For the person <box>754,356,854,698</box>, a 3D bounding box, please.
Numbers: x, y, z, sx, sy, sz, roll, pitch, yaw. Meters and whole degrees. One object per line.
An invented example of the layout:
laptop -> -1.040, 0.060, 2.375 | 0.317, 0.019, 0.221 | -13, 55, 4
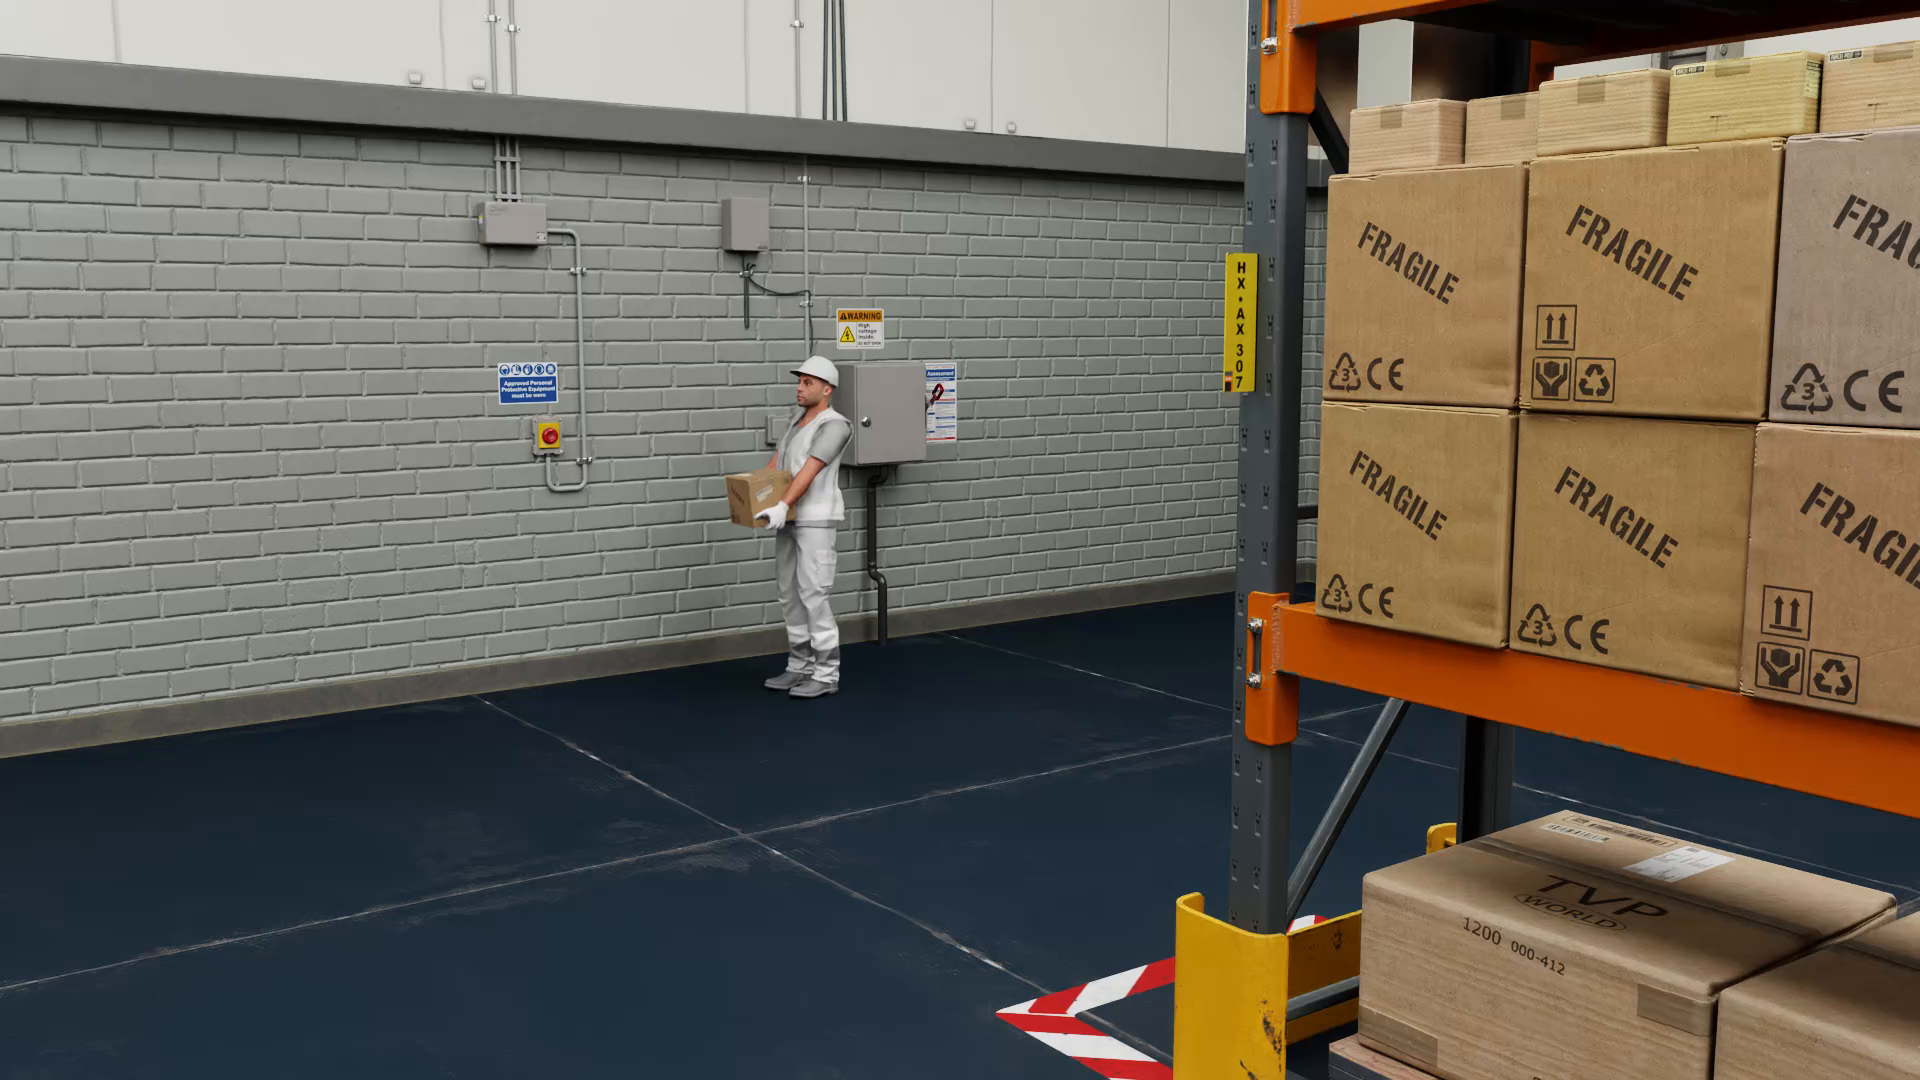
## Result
person -> -0.882, -0.067, 8.724 | 0.568, 1.783, 0.494 | -5, 9, -35
